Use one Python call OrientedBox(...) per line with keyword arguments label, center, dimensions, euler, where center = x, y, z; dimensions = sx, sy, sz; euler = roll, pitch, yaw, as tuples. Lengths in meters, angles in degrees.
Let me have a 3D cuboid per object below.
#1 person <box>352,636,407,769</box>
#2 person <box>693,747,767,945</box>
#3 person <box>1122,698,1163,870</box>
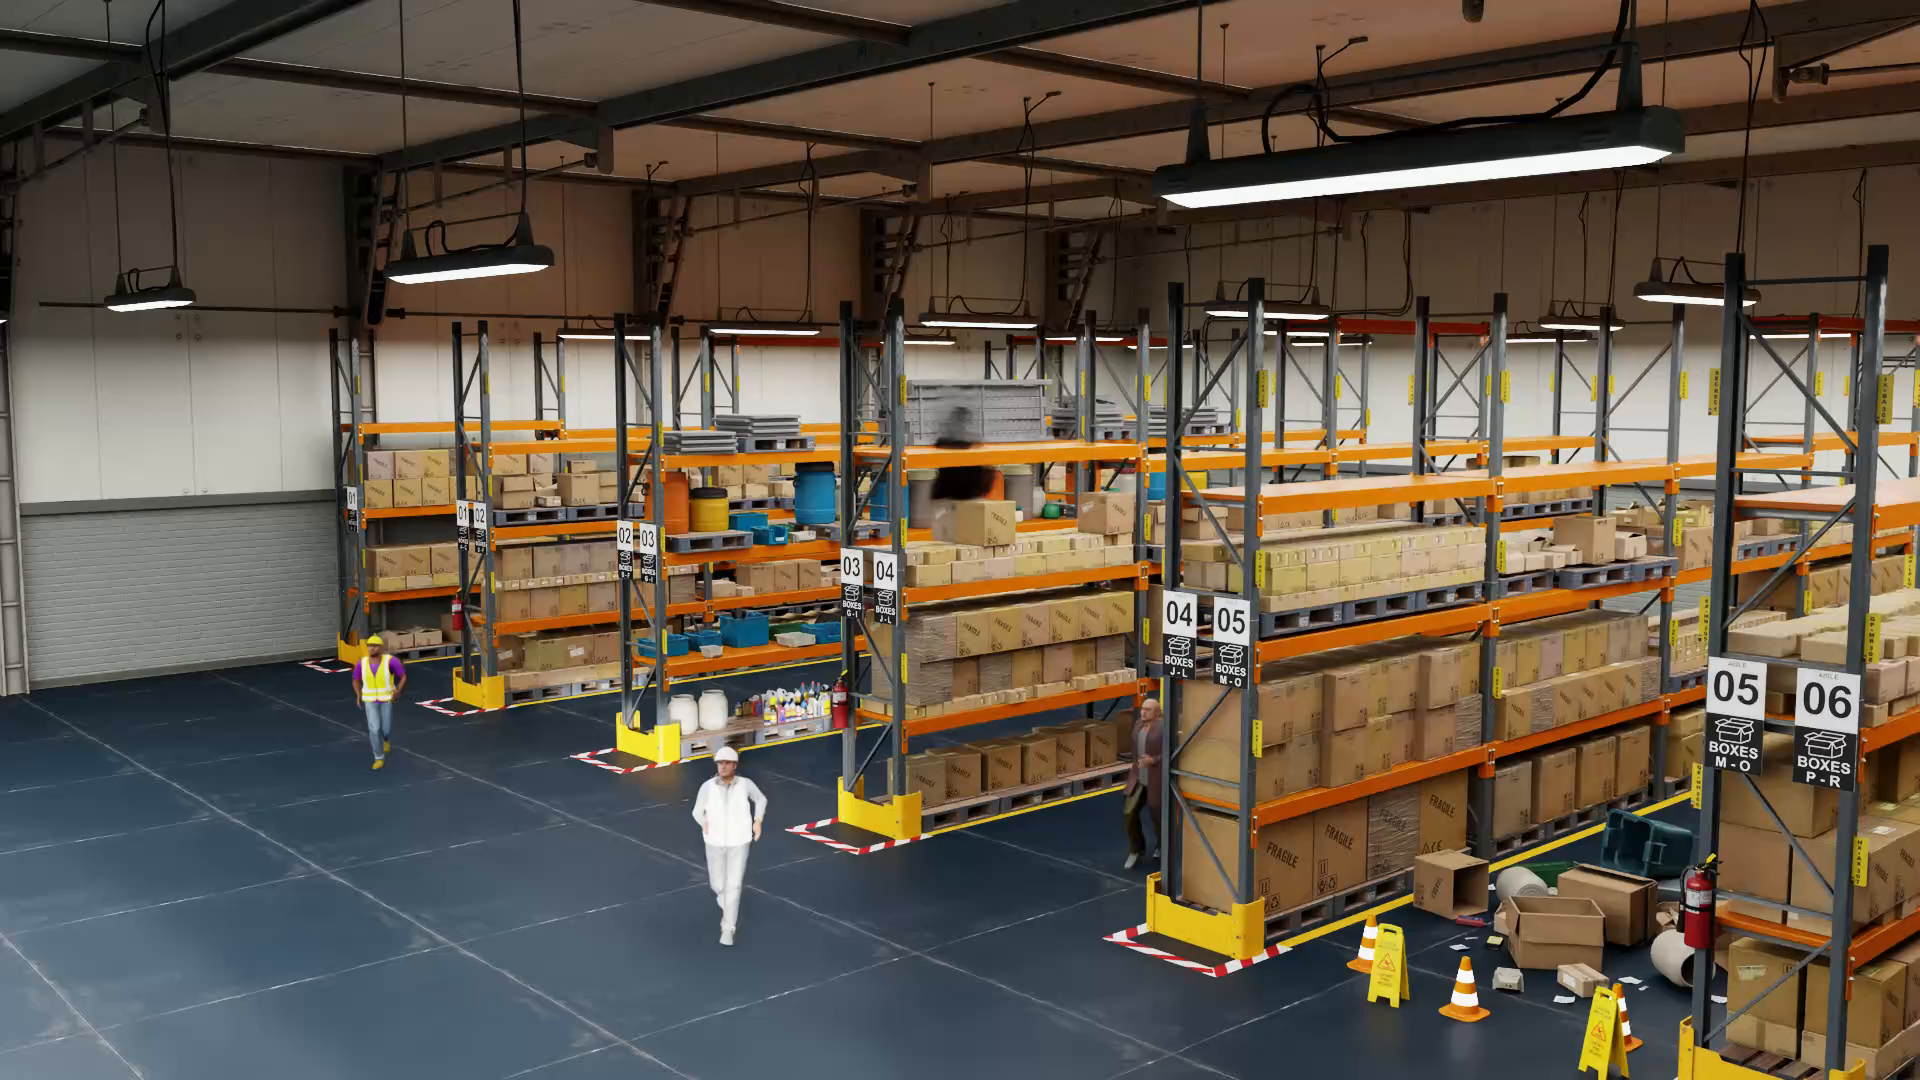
OrientedBox(label="person", center=(-7.714, 2.130, 22.093), dimensions=(0.693, 1.739, 0.649), euler=(-1, 6, -11))
OrientedBox(label="person", center=(-2.134, 2.782, 15.357), dimensions=(0.677, 1.743, 0.984), euler=(0, 6, -1))
OrientedBox(label="person", center=(2.007, 2.572, 17.495), dimensions=(0.688, 1.839, 0.836), euler=(4, 7, 36))
